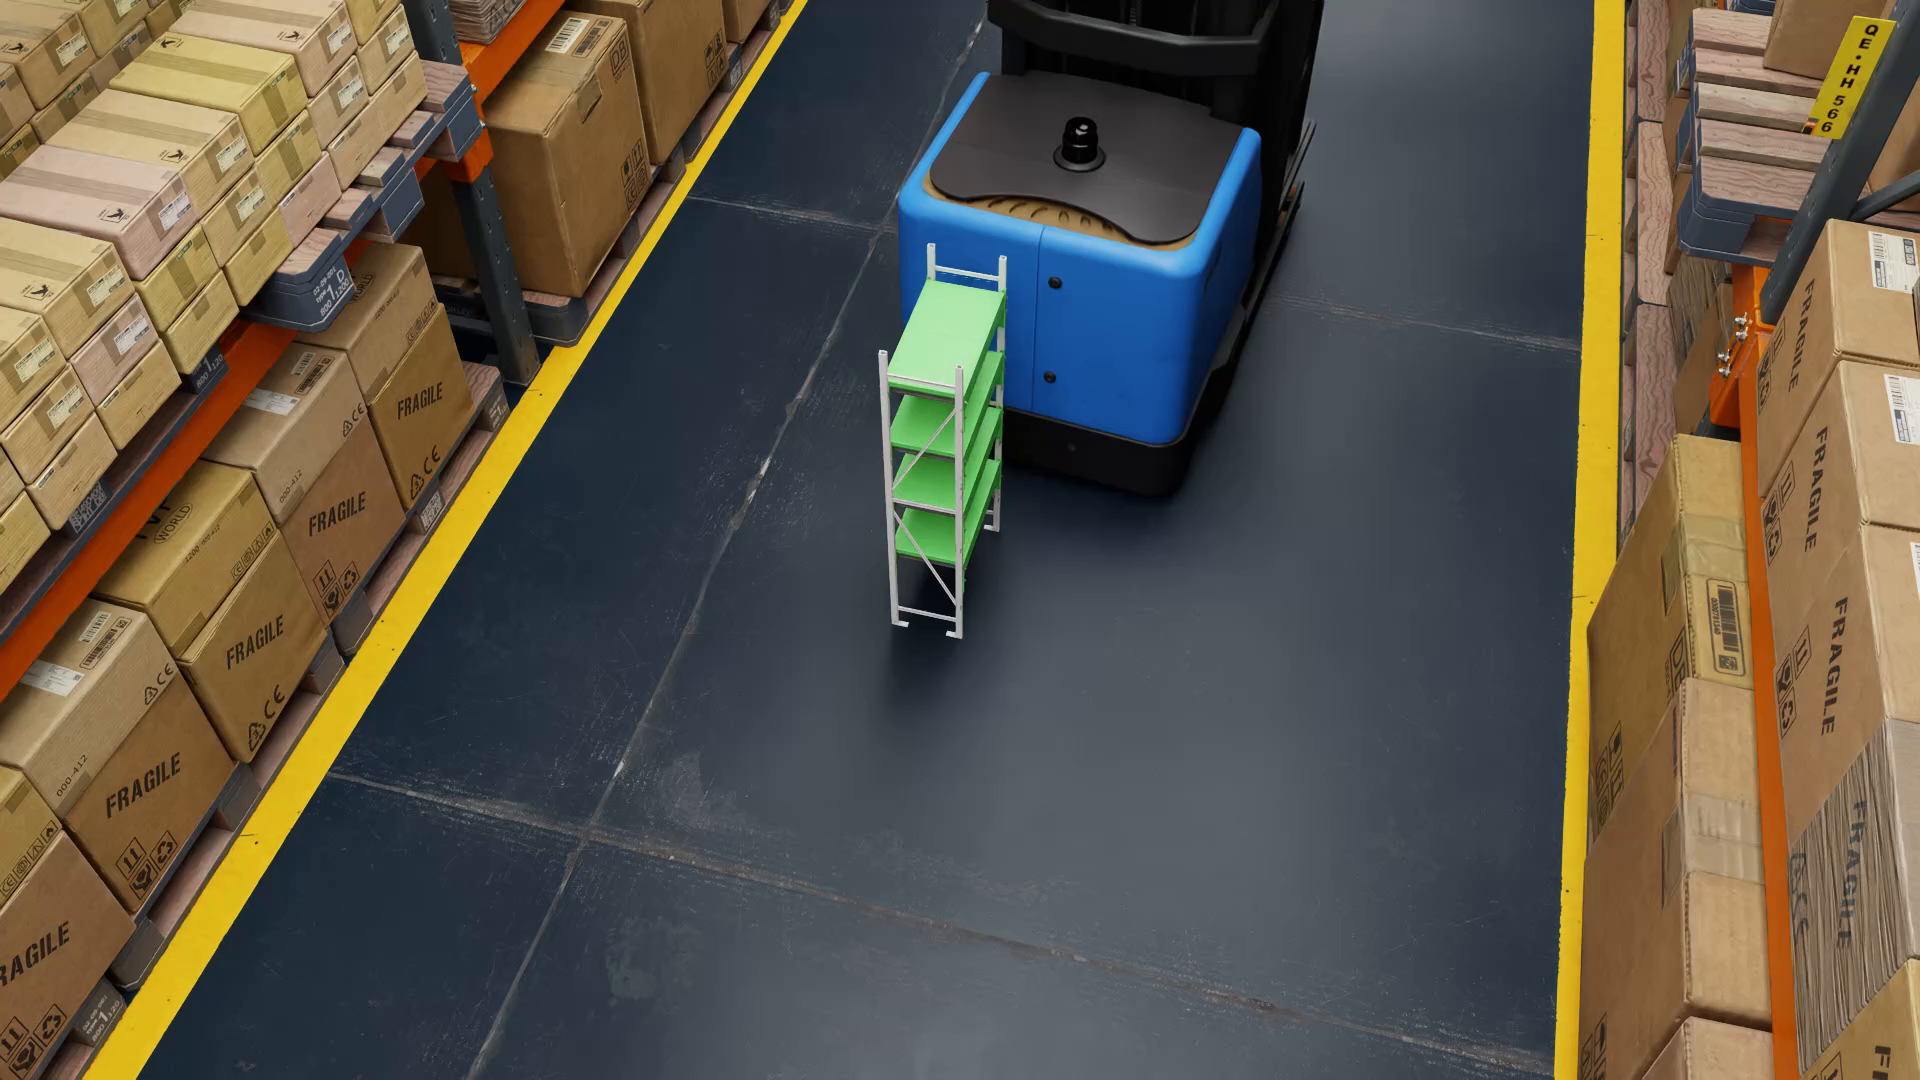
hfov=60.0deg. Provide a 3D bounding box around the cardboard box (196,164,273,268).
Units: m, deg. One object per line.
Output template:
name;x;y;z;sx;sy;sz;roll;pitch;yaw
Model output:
cardboard box;-1.982;-0.847;4.186;0.380;0.149;0.250;12;50;10

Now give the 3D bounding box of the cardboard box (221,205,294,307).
cardboard box;-1.980;-0.768;4.315;0.380;0.149;0.250;11;49;10

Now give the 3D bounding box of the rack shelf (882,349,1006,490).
rack shelf;-0.044;-0.394;5.062;0.258;0.148;0.480;12;50;10

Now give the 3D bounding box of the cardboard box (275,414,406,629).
cardboard box;-2.151;-0.114;5.237;0.500;0.500;0.500;13;50;12

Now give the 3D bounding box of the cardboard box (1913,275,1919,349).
cardboard box;2.461;-0.492;3.448;0.797;0.503;0.637;13;50;11

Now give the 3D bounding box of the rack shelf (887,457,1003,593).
rack shelf;-0.044;-0.076;5.422;0.258;0.148;0.480;12;50;10

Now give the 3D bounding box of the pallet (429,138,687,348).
pallet;-1.809;-1.337;6.789;1.003;0.211;1.213;12;50;10

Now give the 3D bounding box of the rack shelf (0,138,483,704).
rack shelf;-2.616;-0.020;4.247;1.077;0.370;4.000;12;50;10

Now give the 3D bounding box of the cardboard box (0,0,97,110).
cardboard box;-2.535;-1.290;4.378;0.380;0.149;0.250;11;50;10

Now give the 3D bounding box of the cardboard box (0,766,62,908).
cardboard box;-2.555;0.761;3.965;0.500;0.250;0.500;13;50;11

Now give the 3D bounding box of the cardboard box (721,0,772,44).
cardboard box;-1.371;-2.829;7.466;1.050;0.750;0.750;12;50;10

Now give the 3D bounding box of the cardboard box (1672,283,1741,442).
cardboard box;2.826;-0.460;5.529;0.700;0.500;0.500;9;49;8

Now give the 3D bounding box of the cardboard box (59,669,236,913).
cardboard box;-2.430;0.630;4.580;0.500;0.500;0.500;12;50;11

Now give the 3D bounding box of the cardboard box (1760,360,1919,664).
cardboard box;2.145;-0.014;3.695;0.500;0.500;0.500;10;49;9

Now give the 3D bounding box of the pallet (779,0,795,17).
pallet;-1.167;-3.102;8.347;1.003;0.211;1.213;12;50;10

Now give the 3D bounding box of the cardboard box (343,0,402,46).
cardboard box;-1.776;-1.512;4.575;0.380;0.149;0.250;10;49;9

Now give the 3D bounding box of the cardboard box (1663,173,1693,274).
cardboard box;3.102;-1.275;6.248;0.700;0.500;0.500;15;50;13

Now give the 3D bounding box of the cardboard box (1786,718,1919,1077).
cardboard box;1.880;0.718;3.049;0.500;0.500;0.500;12;50;10

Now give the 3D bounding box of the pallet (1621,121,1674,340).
pallet;3.199;-1.175;6.646;1.003;0.211;1.213;12;50;10

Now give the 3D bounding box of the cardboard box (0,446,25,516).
cardboard box;-2.255;-0.110;3.535;0.380;0.149;0.250;11;49;9

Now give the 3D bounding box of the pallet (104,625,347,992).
pallet;-2.620;0.663;5.024;1.003;0.211;1.213;12;50;10

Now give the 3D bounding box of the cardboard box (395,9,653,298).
cardboard box;-1.843;-1.522;6.313;1.050;0.750;0.750;11;49;10

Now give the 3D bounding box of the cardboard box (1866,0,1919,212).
cardboard box;2.772;-1.223;4.482;0.500;0.500;0.500;6;49;5

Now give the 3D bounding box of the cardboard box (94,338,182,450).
cardboard box;-2.119;-0.386;3.978;0.380;0.149;0.250;13;50;11

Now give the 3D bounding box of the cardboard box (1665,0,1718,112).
cardboard box;3.396;-2.083;6.962;0.700;0.500;0.500;11;50;10

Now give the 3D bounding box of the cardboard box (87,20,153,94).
cardboard box;-2.480;-1.352;4.632;0.380;0.149;0.250;14;50;12

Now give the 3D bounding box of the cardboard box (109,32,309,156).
cardboard box;-1.914;-1.142;4.248;0.380;0.149;0.250;13;50;11

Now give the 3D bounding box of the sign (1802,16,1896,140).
sign;2.143;-1.110;4.009;0.100;0.325;0.005;12;50;10

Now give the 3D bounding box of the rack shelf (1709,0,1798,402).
rack shelf;3.195;-1.861;5.872;1.077;0.370;4.000;12;50;10

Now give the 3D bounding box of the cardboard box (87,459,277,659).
cardboard box;-2.288;0.014;4.624;0.500;0.250;0.500;13;50;11

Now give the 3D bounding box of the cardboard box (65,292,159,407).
cardboard box;-2.118;-0.478;3.860;0.380;0.149;0.250;13;50;11

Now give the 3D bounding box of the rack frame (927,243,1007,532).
rack frame;0.021;-0.454;5.350;0.240;1.200;0.015;12;50;10

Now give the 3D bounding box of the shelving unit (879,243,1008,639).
shelving unit;-0.044;-0.277;5.194;0.258;1.200;0.503;12;50;10

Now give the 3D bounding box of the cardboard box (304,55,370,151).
cardboard box;-1.849;-1.218;4.514;0.380;0.149;0.250;13;50;11

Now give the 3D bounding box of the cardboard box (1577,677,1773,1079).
cardboard box;2.225;1.050;3.960;1.225;0.875;0.875;12;50;10

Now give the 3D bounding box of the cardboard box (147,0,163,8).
cardboard box;-2.399;-1.658;4.703;0.380;0.149;0.250;12;50;10

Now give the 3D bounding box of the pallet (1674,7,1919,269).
pallet;2.754;-1.126;4.871;1.213;0.211;1.003;12;50;10

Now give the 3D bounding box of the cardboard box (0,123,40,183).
cardboard box;-2.613;-0.976;4.300;0.380;0.149;0.250;12;50;10

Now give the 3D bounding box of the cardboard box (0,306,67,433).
cardboard box;-2.188;-0.389;3.584;0.380;0.149;0.250;13;50;11

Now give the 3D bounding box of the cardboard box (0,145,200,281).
cardboard box;-2.049;-0.775;3.924;0.380;0.149;0.250;12;50;10

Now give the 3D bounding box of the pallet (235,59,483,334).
pallet;-2.174;-1.105;4.852;1.213;0.211;1.003;12;50;10

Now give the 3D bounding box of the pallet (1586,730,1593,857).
pallet;2.389;0.825;4.881;1.003;0.211;1.213;12;50;10

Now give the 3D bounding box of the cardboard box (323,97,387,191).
cardboard box;-1.843;-1.134;4.637;0.380;0.149;0.250;11;50;10

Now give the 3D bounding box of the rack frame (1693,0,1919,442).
rack frame;2.669;-0.653;4.325;1.000;3.000;0.127;12;50;10

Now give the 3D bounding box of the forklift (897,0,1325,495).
forklift;0.781;-2.256;5.786;1.130;2.935;3.031;16;50;14

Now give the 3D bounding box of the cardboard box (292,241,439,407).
cardboard box;-2.017;-0.718;5.270;0.500;0.250;0.500;11;49;9

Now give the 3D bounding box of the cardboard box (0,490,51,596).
cardboard box;-2.257;-0.007;3.643;0.380;0.149;0.250;11;49;9
